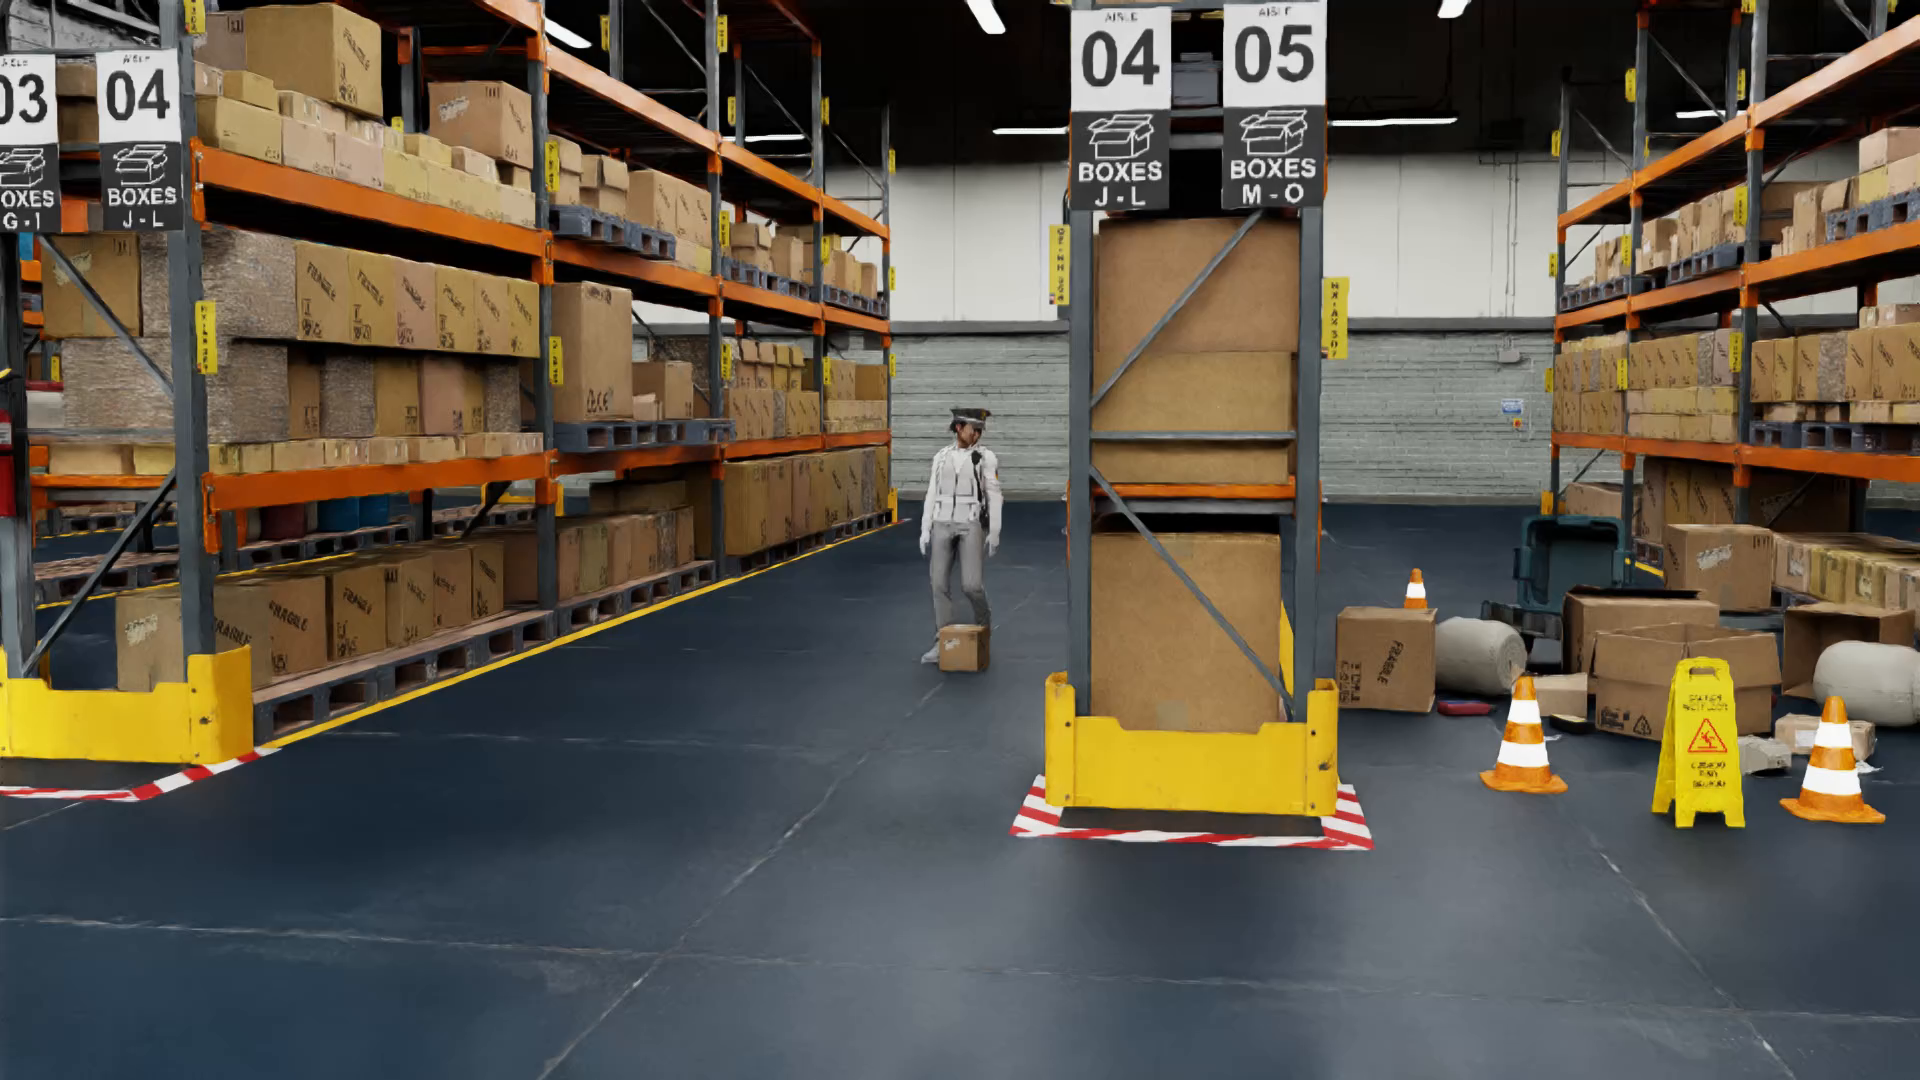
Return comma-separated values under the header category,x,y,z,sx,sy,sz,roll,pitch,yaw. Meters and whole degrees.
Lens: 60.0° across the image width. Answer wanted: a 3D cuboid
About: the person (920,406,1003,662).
category,x,y,z,sx,sy,sz,roll,pitch,yaw
person,-0.006,-0.049,10.790,0.515,1.634,0.654,2,5,21
